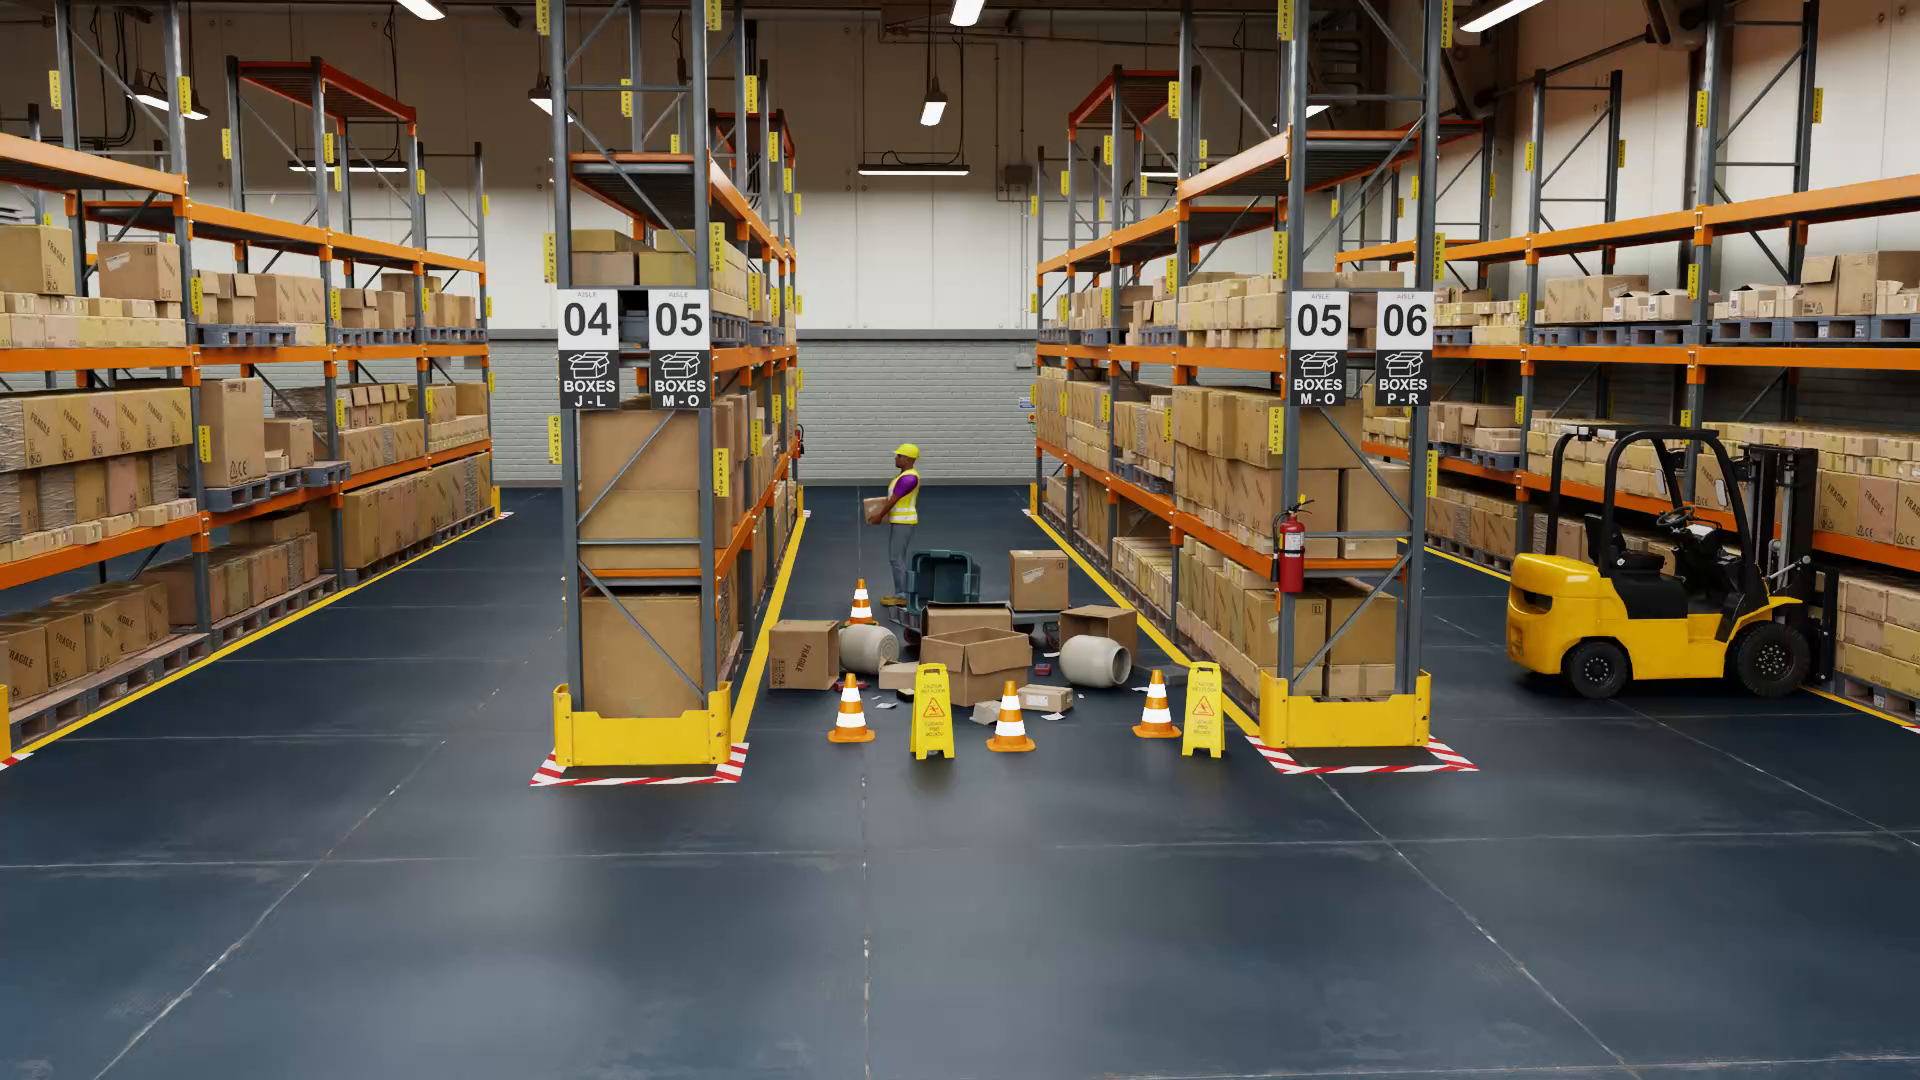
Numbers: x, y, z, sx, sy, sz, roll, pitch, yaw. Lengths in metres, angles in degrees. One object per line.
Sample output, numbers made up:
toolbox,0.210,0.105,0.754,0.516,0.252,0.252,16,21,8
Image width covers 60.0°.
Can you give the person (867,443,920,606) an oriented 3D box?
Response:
person,-0.721,-0.172,18.105,0.577,1.760,0.503,0,7,-3
